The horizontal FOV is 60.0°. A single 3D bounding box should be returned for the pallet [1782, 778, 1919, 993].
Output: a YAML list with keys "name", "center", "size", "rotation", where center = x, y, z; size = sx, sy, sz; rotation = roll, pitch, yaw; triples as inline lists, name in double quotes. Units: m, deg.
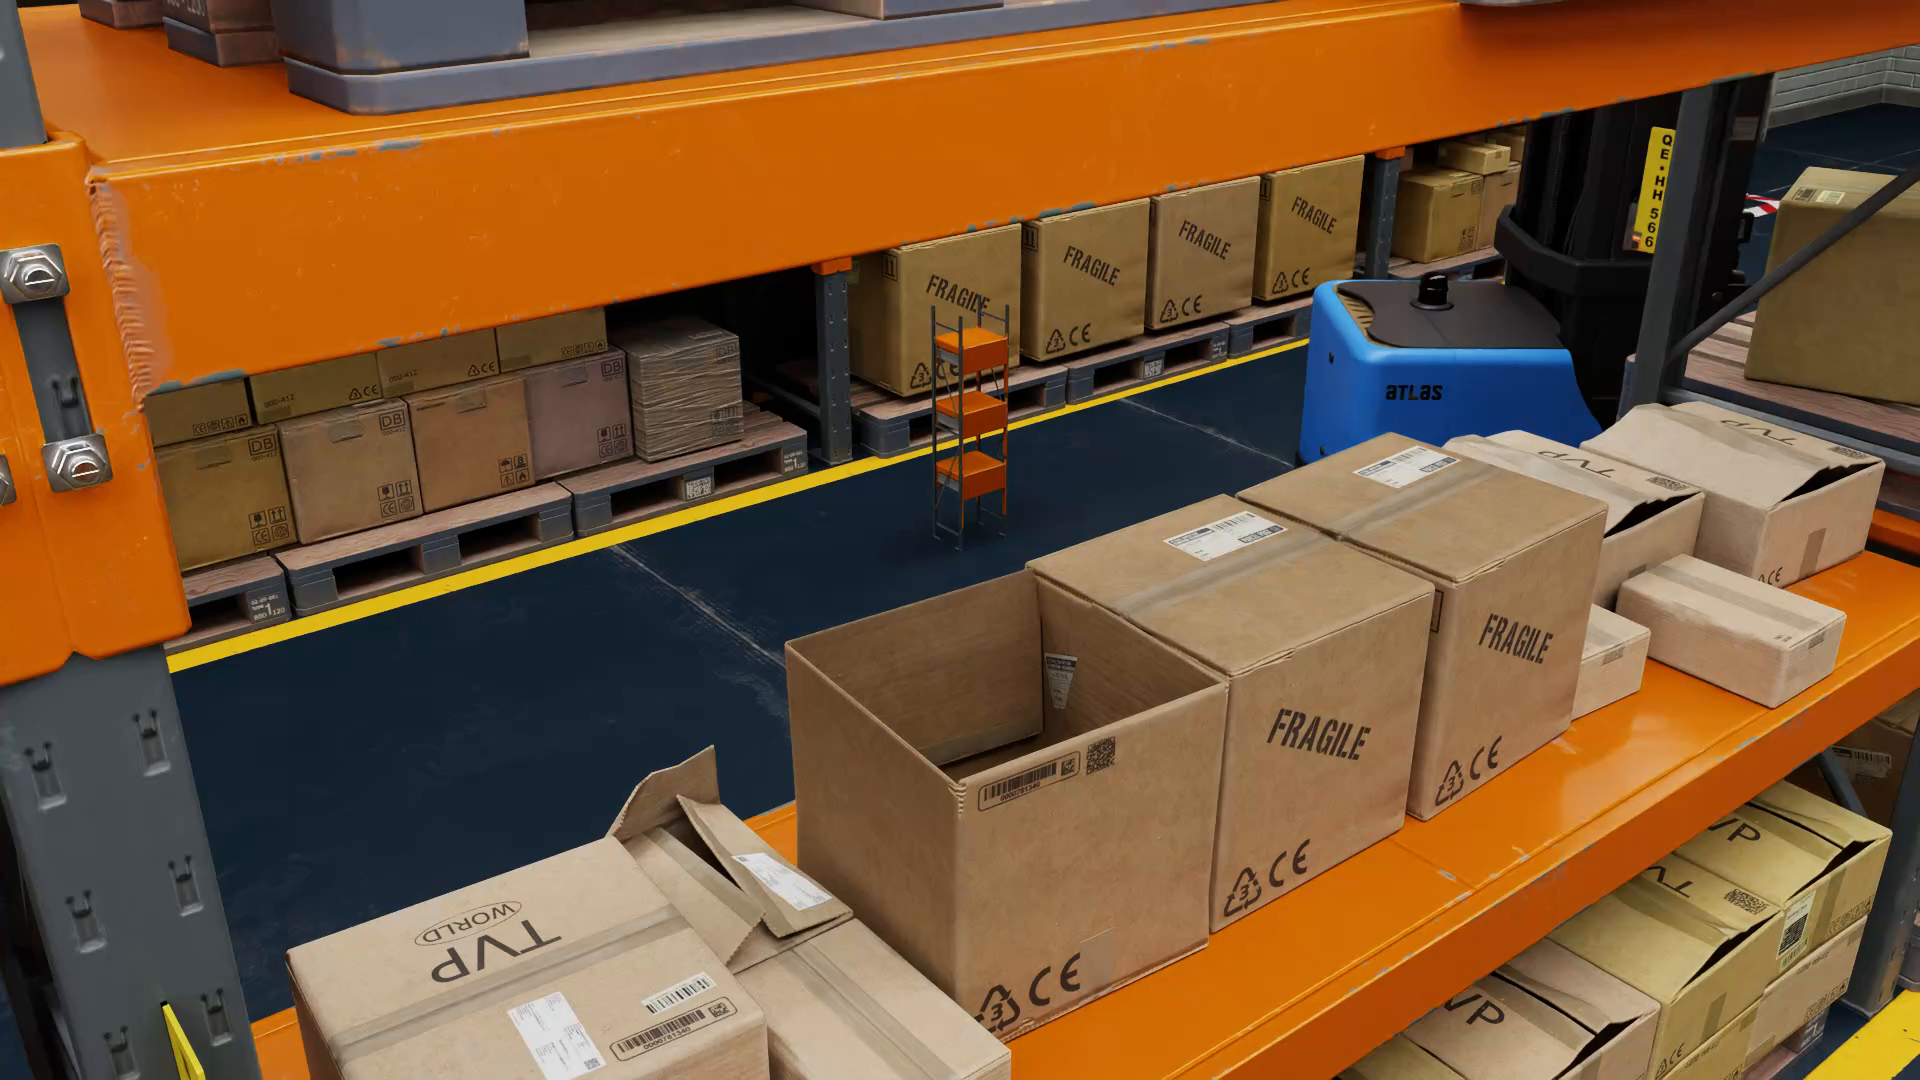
- name: "pallet"
  center: [2.795, 0.833, 5.205]
  size: [1.213, 0.211, 1.003]
  rotation: [-18, 31, -34]

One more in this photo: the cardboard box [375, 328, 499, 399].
- name: "cardboard box"
  center: [-2.299, -0.830, 7.031]
  size: [0.500, 0.250, 0.500]
  rotation: [-18, 31, -34]

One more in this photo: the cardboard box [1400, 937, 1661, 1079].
- name: "cardboard box"
  center: [1.120, 1.037, 3.554]
  size: [0.500, 0.311, 0.500]
  rotation: [-18, 31, -34]

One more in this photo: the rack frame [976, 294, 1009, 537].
- name: "rack frame"
  center: [0.138, -0.522, 7.127]
  size: [0.008, 1.050, 0.200]
  rotation: [-18, 31, -34]

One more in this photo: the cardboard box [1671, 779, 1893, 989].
- name: "cardboard box"
  center: [1.924, 0.769, 4.130]
  size: [0.500, 0.311, 0.500]
  rotation: [-17, 30, -33]

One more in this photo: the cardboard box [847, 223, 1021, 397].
- name: "cardboard box"
  center: [-0.216, -1.254, 8.443]
  size: [0.750, 0.750, 0.750]
  rotation: [-19, 31, -35]

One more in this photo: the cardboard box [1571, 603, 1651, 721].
- name: "cardboard box"
  center: [1.215, 0.213, 3.526]
  size: [0.250, 0.149, 0.380]
  rotation: [-16, 29, -30]

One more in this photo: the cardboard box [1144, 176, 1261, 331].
- name: "cardboard box"
  center: [1.143, -1.701, 9.408]
  size: [0.750, 0.750, 0.750]
  rotation: [-17, 30, -33]

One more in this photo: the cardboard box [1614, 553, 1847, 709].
- name: "cardboard box"
  center: [1.647, 0.188, 3.579]
  size: [0.250, 0.149, 0.380]
  rotation: [-18, 31, -34]

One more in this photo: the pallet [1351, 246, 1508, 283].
- name: "pallet"
  center: [2.918, -1.837, 10.956]
  size: [1.213, 0.211, 1.003]
  rotation: [-18, 31, -34]

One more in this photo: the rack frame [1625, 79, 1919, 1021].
- name: "rack frame"
  center: [2.184, -0.251, 4.227]
  size: [0.127, 3.000, 1.000]
  rotation: [-18, 31, -34]

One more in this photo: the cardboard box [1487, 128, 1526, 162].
- name: "cardboard box"
  center: [3.716, -2.605, 11.000]
  size: [0.250, 0.149, 0.380]
  rotation: [-19, 31, -35]

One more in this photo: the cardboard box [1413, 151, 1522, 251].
- name: "cardboard box"
  center: [3.321, -2.276, 11.062]
  size: [0.500, 0.500, 0.700]
  rotation: [-19, 31, -35]

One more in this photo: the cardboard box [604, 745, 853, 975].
- name: "cardboard box"
  center: [-0.385, 0.560, 2.640]
  size: [0.258, 0.266, 0.396]
  rotation: [-19, 31, -35]

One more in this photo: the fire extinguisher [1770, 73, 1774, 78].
- name: "fire extinguisher"
  center: [5.823, -3.651, 12.088]
  size: [0.183, 0.674, 0.296]
  rotation: [-18, 31, -34]

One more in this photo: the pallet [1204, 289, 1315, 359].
- name: "pallet"
  center: [1.711, -1.440, 10.101]
  size: [1.213, 0.211, 1.003]
  rotation: [-18, 31, -34]

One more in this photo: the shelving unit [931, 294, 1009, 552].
- name: "shelving unit"
  center: [0.042, -0.490, 7.059]
  size: [0.252, 1.050, 0.215]
  rotation: [-18, 31, -34]

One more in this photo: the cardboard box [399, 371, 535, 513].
- name: "cardboard box"
  center: [-2.261, -0.518, 7.250]
  size: [0.500, 0.500, 0.700]
  rotation: [-18, 31, -34]

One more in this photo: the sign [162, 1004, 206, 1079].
- name: "sign"
  center: [-0.620, 0.543, 1.394]
  size: [0.005, 0.325, 0.100]
  rotation: [-18, 31, -34]

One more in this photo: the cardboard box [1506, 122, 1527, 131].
- name: "cardboard box"
  center: [3.709, -2.808, 11.437]
  size: [0.250, 0.149, 0.380]
  rotation: [-19, 31, -35]

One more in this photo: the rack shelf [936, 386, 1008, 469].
- name: "rack shelf"
  center: [0.042, -0.481, 7.063]
  size: [0.240, 0.259, 0.215]
  rotation: [-18, 31, -34]

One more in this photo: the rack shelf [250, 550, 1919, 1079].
- name: "rack shelf"
  center: [0.610, 0.595, 3.259]
  size: [4.000, 0.370, 1.077]
  rotation: [-18, 31, -34]

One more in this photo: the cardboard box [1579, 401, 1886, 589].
- name: "cardboard box"
  center: [1.871, -0.130, 4.073]
  size: [0.500, 0.311, 0.500]
  rotation: [-16, 29, -31]

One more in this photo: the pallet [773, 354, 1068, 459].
- name: "pallet"
  center: [-0.209, -0.806, 8.735]
  size: [1.213, 0.211, 1.003]
  rotation: [-18, 31, -34]

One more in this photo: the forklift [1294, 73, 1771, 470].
- name: "forklift"
  center: [3.001, -1.261, 6.486]
  size: [3.031, 2.935, 1.130]
  rotation: [0, 25, 1]

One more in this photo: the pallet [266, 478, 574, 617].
- name: "pallet"
  center: [-2.451, -0.108, 7.232]
  size: [1.213, 0.211, 1.003]
  rotation: [-18, 31, -34]

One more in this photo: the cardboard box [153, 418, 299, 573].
- name: "cardboard box"
  center: [-3.079, -0.265, 6.704]
  size: [0.500, 0.500, 0.700]
  rotation: [-19, 31, -35]

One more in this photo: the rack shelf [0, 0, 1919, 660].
- name: "rack shelf"
  center: [0.610, -0.765, 2.627]
  size: [4.000, 0.370, 1.077]
  rotation: [-18, 31, -34]

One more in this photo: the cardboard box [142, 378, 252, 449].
- name: "cardboard box"
  center: [-3.110, -0.570, 6.470]
  size: [0.500, 0.250, 0.500]
  rotation: [-19, 31, -35]

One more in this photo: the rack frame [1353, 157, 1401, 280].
- name: "rack frame"
  center: [2.272, -2.930, 10.000]
  size: [0.127, 3.000, 1.000]
  rotation: [-18, 31, -34]

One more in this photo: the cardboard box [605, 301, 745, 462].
- name: "cardboard box"
  center: [-1.410, -0.752, 7.754]
  size: [0.500, 0.500, 0.700]
  rotation: [-18, 30, -33]

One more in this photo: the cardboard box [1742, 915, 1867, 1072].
- name: "cardboard box"
  center: [1.920, 1.024, 4.249]
  size: [0.500, 0.250, 0.500]
  rotation: [-17, 30, -33]

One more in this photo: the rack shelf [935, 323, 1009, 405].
- name: "rack shelf"
  center: [0.042, -0.738, 6.944]
  size: [0.240, 0.259, 0.215]
  rotation: [-18, 31, -34]

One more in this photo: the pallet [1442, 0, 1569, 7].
- name: "pallet"
  center: [0.827, -1.028, 2.564]
  size: [1.213, 0.211, 1.003]
  rotation: [-17, 30, -32]

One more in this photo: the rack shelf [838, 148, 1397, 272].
- name: "rack shelf"
  center: [0.698, -2.084, 9.032]
  size: [4.000, 0.370, 1.077]
  rotation: [-18, 31, -34]

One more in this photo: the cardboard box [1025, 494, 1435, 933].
- name: "cardboard box"
  center: [0.459, 0.282, 2.960]
  size: [0.500, 0.500, 0.500]
  rotation: [-18, 30, -34]

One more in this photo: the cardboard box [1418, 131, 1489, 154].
- name: "cardboard box"
  center: [3.307, -2.675, 11.151]
  size: [0.250, 0.149, 0.380]
  rotation: [-19, 31, -36]
